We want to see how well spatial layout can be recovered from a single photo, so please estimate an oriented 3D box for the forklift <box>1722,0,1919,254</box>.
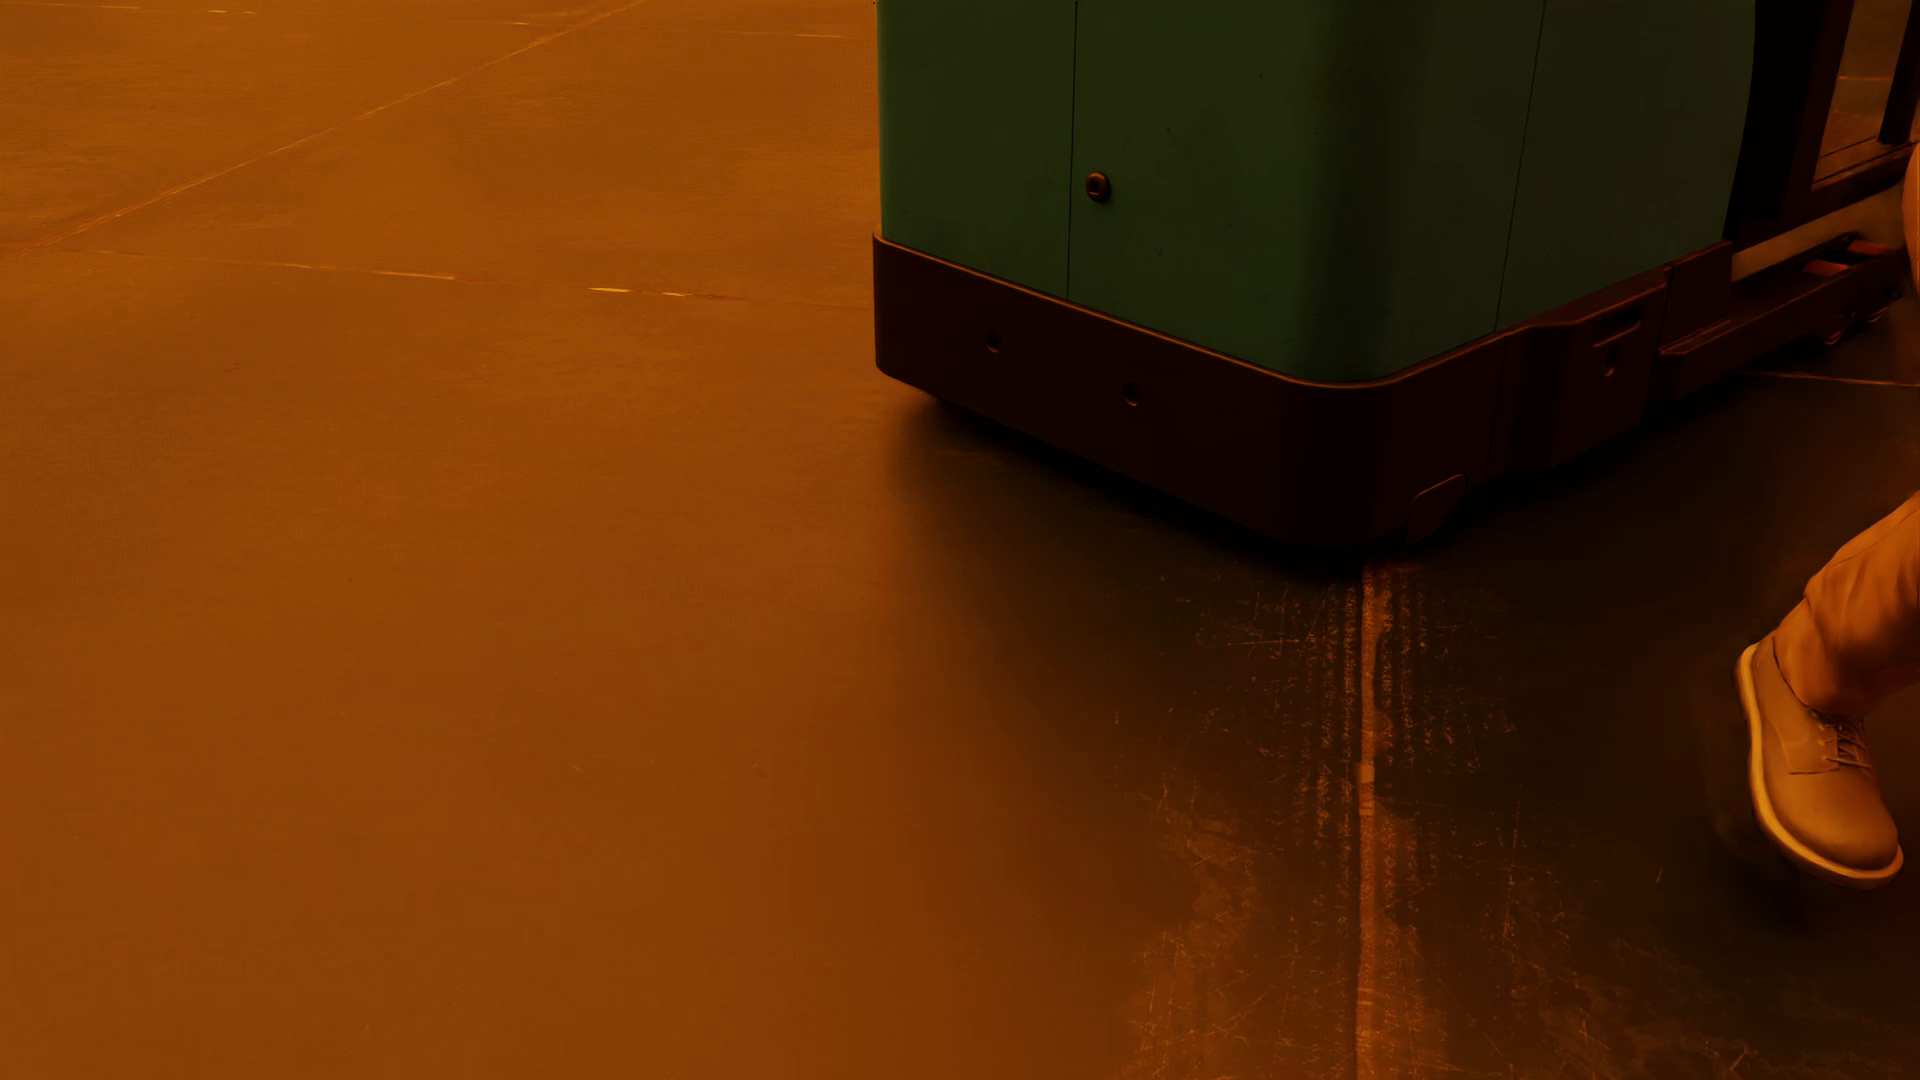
[{"bbox_3d":[1.335,-1.839,2.963,2.884,2.867,1.101,-22,34,-37],"label":"forklift"}]
